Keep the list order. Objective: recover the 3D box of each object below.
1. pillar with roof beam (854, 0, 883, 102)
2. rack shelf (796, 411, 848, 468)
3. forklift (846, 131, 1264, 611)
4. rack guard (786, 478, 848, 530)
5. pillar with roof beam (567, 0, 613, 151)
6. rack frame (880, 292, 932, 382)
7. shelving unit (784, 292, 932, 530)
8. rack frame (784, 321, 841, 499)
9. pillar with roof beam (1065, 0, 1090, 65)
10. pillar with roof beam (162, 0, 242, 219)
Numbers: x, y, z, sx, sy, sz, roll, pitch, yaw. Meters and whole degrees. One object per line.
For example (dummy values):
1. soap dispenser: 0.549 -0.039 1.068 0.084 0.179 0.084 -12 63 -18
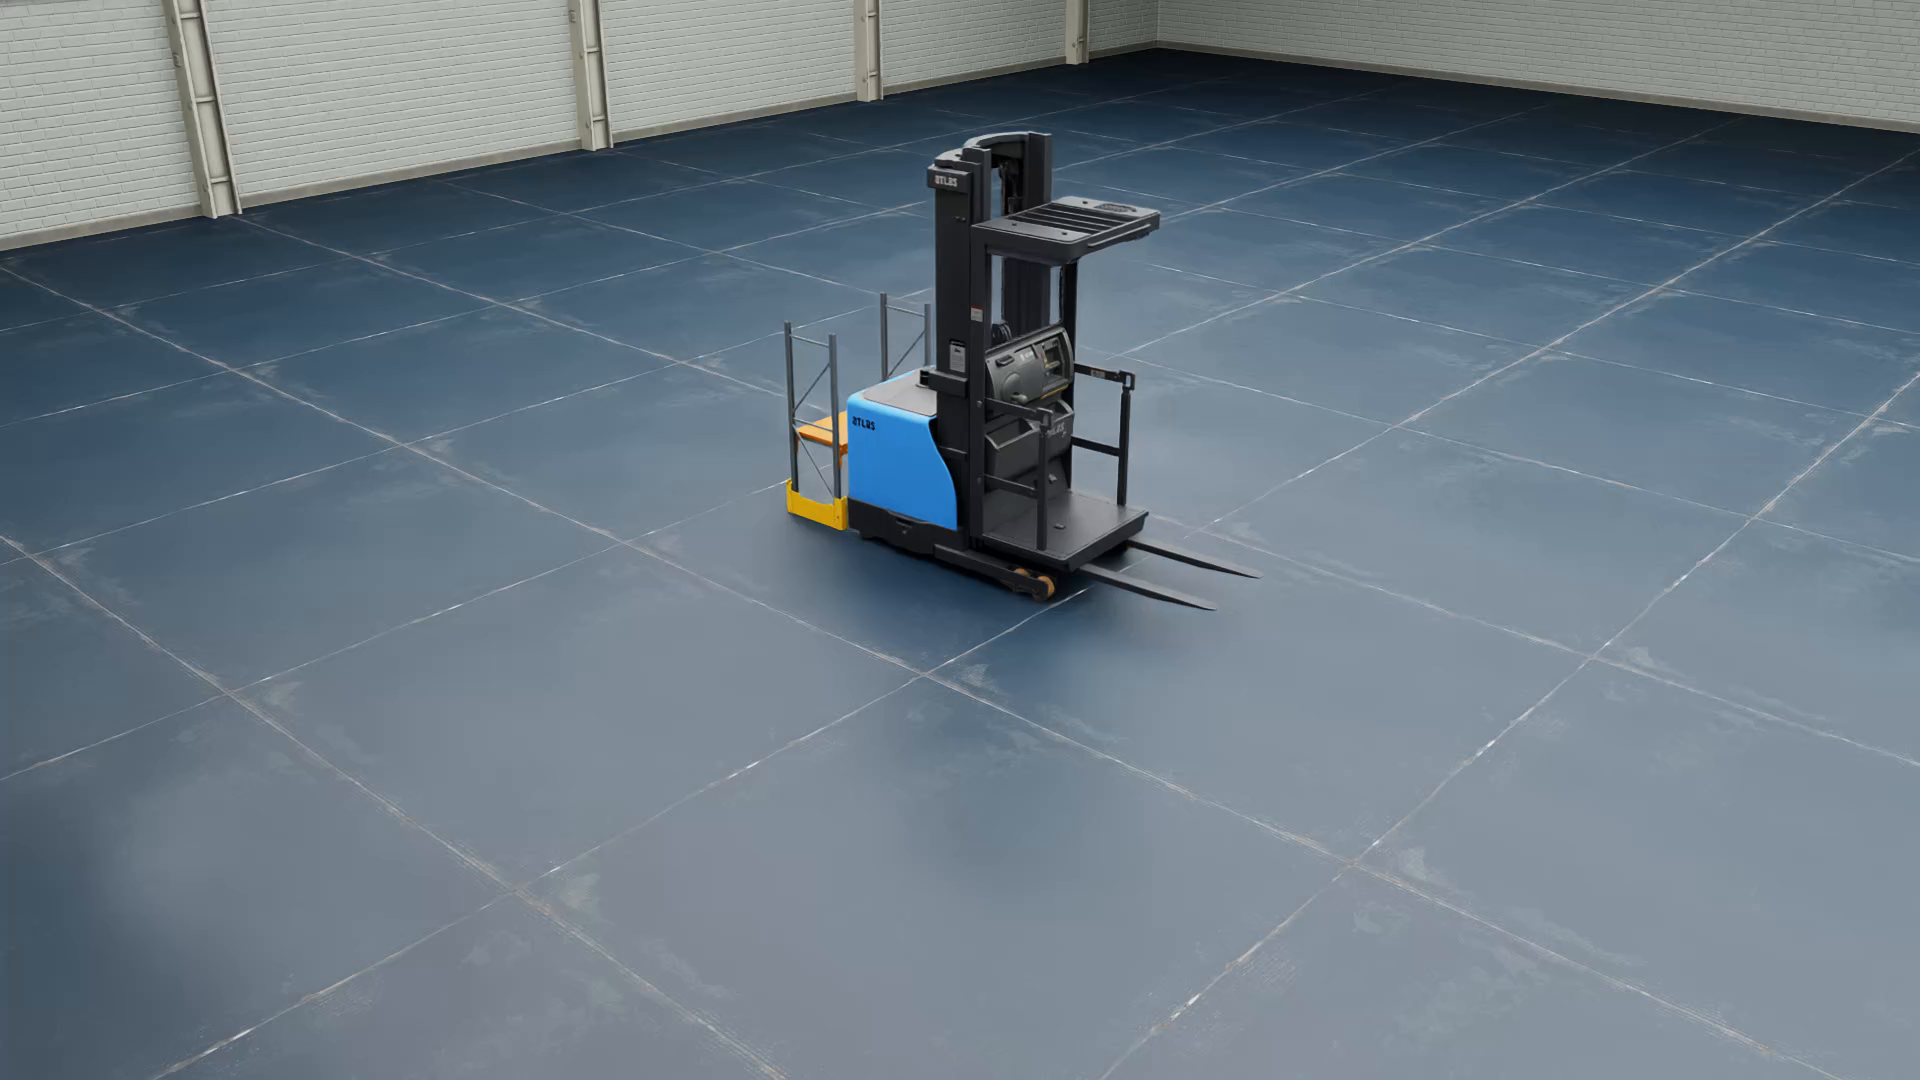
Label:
1. pillar with roof beam: 1.584 -10.841 25.402 9.100 9.000 0.400 20 31 38
2. rack shelf: -0.748 -0.836 12.690 0.538 0.185 1.000 19 31 37
3. forklift: 0.643 -1.170 11.249 3.031 2.935 1.130 18 30 34
4. rack guard: -1.078 -0.272 12.521 0.587 0.250 0.087 19 31 37
5. pillar with roof beam: -2.420 -9.013 21.325 9.100 9.000 0.400 20 31 38
6. rack frame: -0.416 -1.158 12.968 0.500 1.500 0.032 19 31 37
7. shelving unit: -0.754 -0.997 12.610 0.587 1.500 1.083 19 31 37
8. rack frame: -1.079 -0.842 12.265 0.500 1.500 0.032 19 31 37
9. pillar with roof beam: 5.589 -12.669 29.479 9.100 9.000 0.400 20 31 38
10. pillar with roof beam: -6.425 -7.185 17.248 9.100 9.000 0.400 20 31 38
